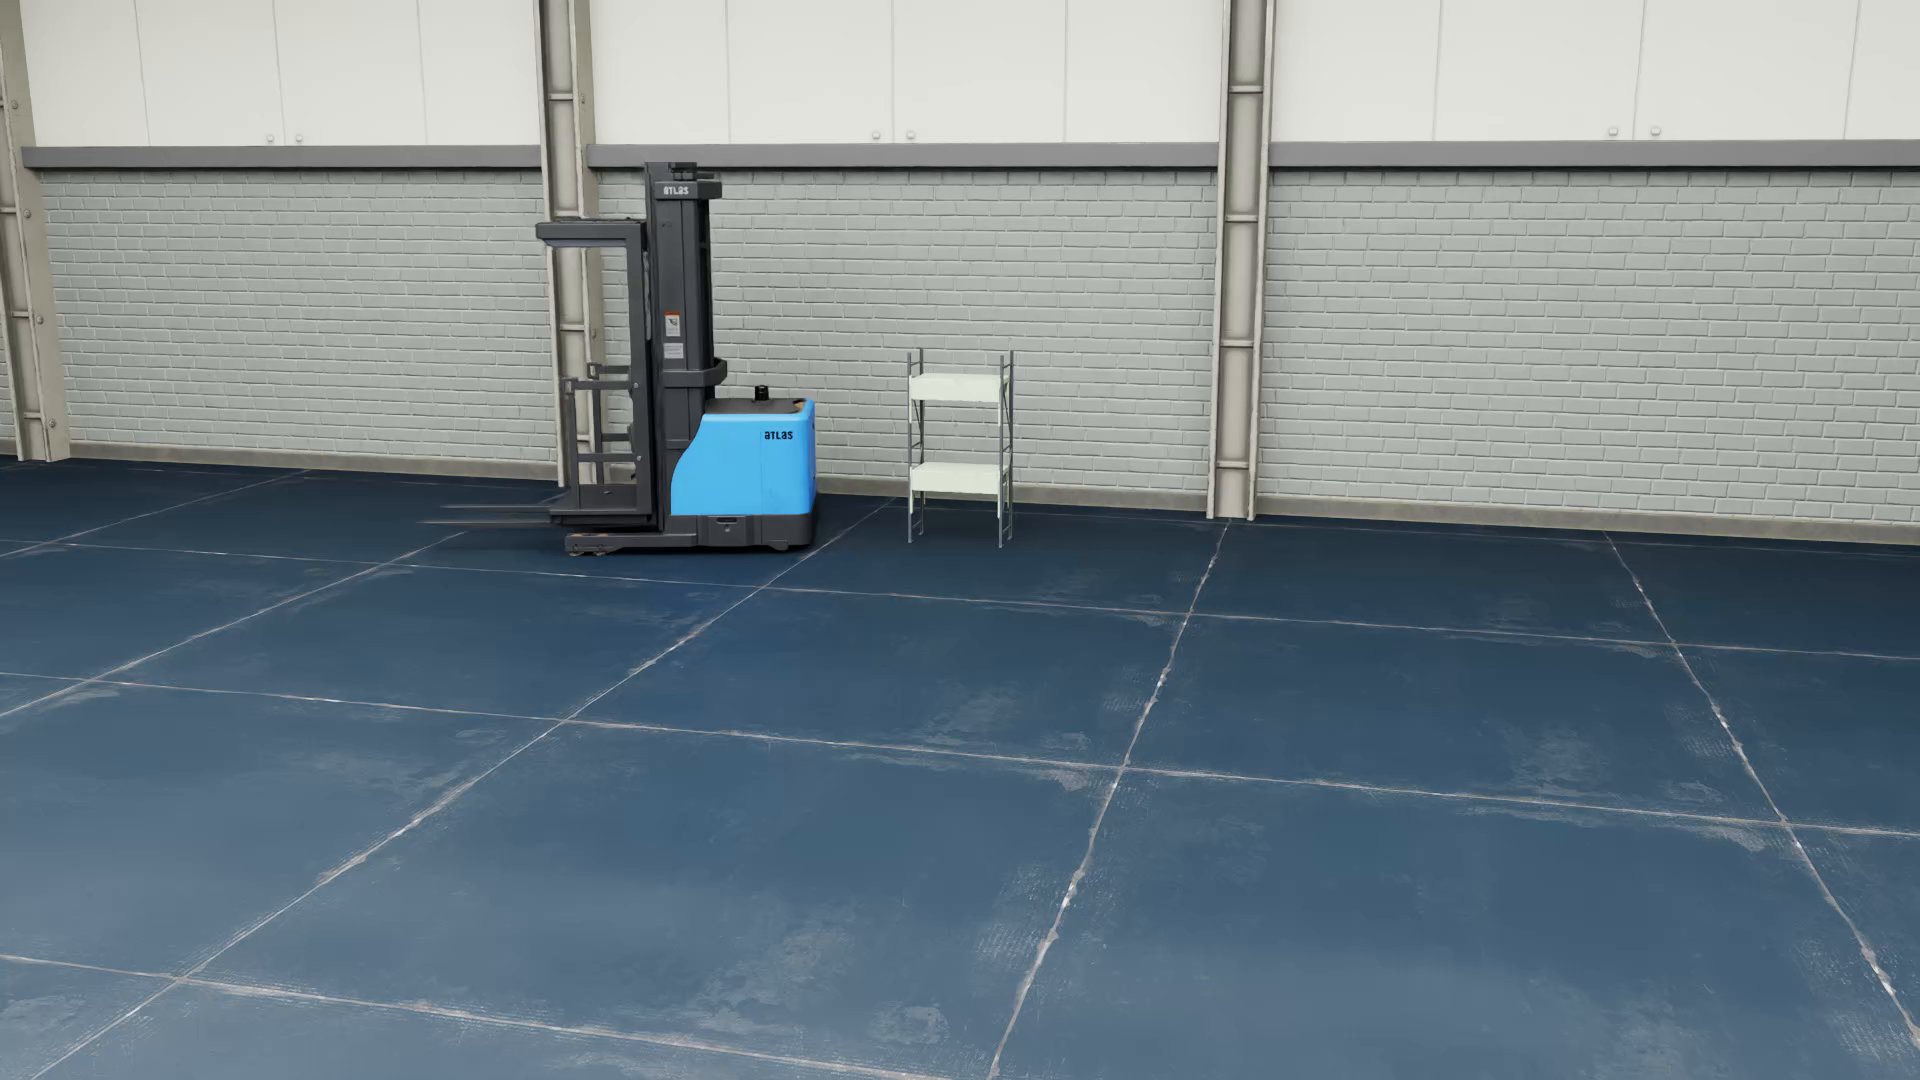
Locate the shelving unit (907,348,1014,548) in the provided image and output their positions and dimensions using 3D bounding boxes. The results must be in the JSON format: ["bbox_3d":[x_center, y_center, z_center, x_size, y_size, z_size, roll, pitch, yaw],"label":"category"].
[{"bbox_3d":[0.006,-0.732,13.070,0.755,1.500,0.431,3,13,14],"label":"shelving unit"}]

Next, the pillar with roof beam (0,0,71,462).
[{"bbox_3d":[-10.367,-4.318,11.922,0.400,9.000,9.100,3,13,14],"label":"pillar with roof beam"}]

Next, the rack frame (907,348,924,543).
[{"bbox_3d":[-0.349,-0.751,13.155,0.023,1.500,0.400,3,13,14],"label":"rack frame"}]

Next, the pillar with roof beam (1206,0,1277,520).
[{"bbox_3d":[1.283,-3.696,9.116,0.400,9.000,9.100,3,13,14],"label":"pillar with roof beam"}]

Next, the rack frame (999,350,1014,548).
[{"bbox_3d":[0.362,-0.713,12.984,0.023,1.500,0.400,3,13,14],"label":"rack frame"}]

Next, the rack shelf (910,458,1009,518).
[{"bbox_3d":[0.006,-0.414,13.140,0.720,0.370,0.431,3,13,14],"label":"rack shelf"}]

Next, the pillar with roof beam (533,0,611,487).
[{"bbox_3d":[-4.542,-4.007,10.519,0.400,9.000,9.100,3,13,14],"label":"pillar with roof beam"}]

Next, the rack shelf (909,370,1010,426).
[{"bbox_3d":[0.006,-1.113,12.985,0.720,0.370,0.431,3,13,14],"label":"rack shelf"}]

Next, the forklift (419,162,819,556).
[{"bbox_3d":[-2.664,-1.426,12.896,3.031,2.935,1.130,0,13,-2],"label":"forklift"}]
